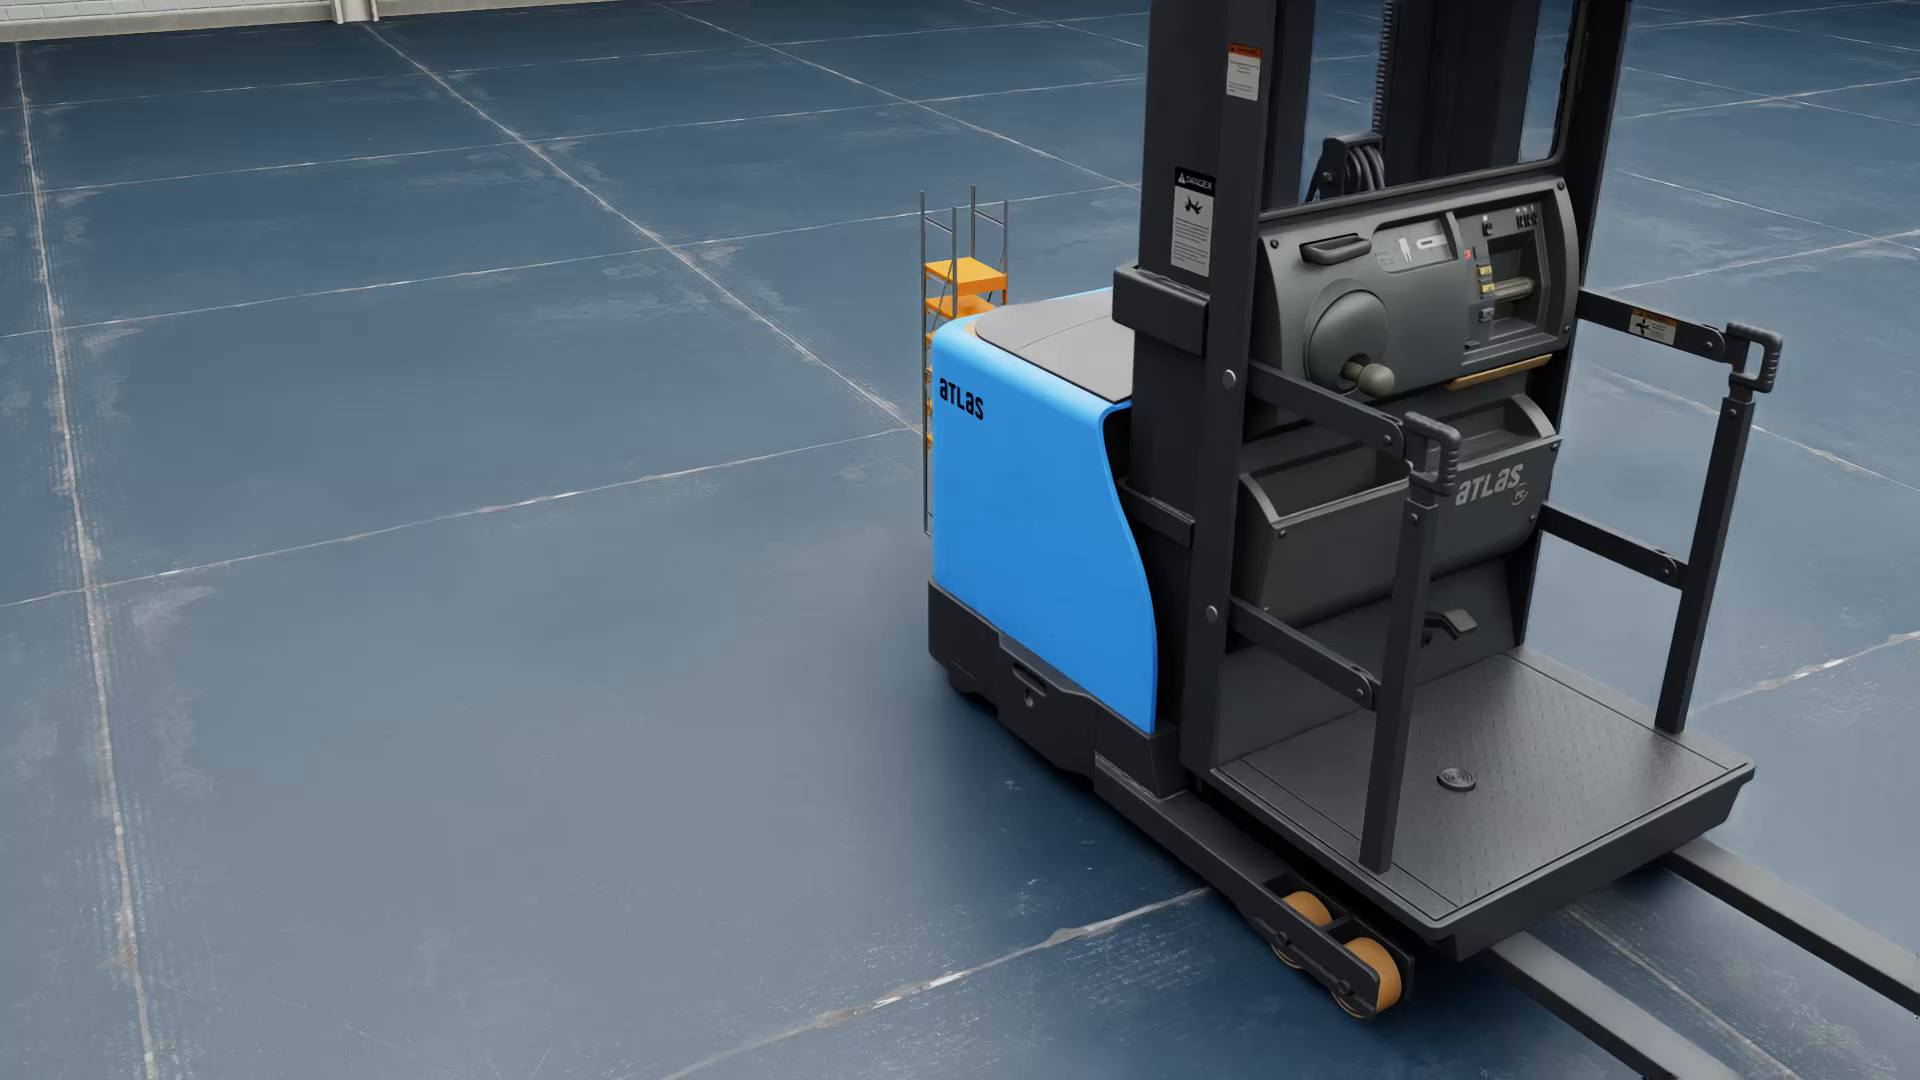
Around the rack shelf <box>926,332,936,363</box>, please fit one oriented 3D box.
[{"bbox_3d":[0.013,-0.612,5.464,0.180,0.103,0.258,-13,29,-25],"label":"rack shelf"}]

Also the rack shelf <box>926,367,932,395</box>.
[{"bbox_3d":[0.013,-0.504,5.516,0.180,0.103,0.258,-13,29,-25],"label":"rack shelf"}]

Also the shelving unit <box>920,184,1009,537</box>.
[{"bbox_3d":[0.013,-0.544,5.496,0.189,1.200,0.258,-13,29,-25],"label":"shelving unit"}]

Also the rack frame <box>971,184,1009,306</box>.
[{"bbox_3d":[0.093,-0.562,5.535,0.006,1.200,0.240,-13,29,-25],"label":"rack frame"}]

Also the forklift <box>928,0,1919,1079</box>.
[{"bbox_3d":[1.136,-0.524,3.455,1.130,2.935,3.031,-16,30,-30],"label":"forklift"}]

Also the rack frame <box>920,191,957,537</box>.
[{"bbox_3d":[-0.068,-0.525,5.458,0.006,1.200,0.240,-13,29,-25],"label":"rack frame"}]

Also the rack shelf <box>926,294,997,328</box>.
[{"bbox_3d":[0.013,-0.720,5.412,0.180,0.103,0.258,-13,29,-25],"label":"rack shelf"}]

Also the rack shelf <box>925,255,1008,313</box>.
[{"bbox_3d":[0.013,-0.828,5.360,0.180,0.103,0.258,-13,29,-25],"label":"rack shelf"}]

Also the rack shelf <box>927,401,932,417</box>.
[{"bbox_3d":[0.013,-0.396,5.568,0.180,0.103,0.258,-13,29,-25],"label":"rack shelf"}]

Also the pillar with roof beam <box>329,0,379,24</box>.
[{"bbox_3d":[-3.966,-7.568,11.115,0.400,9.000,9.100,-13,29,-25],"label":"pillar with roof beam"}]

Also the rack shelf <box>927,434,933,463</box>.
[{"bbox_3d":[0.013,-0.287,5.620,0.180,0.103,0.258,-13,29,-25],"label":"rack shelf"}]
